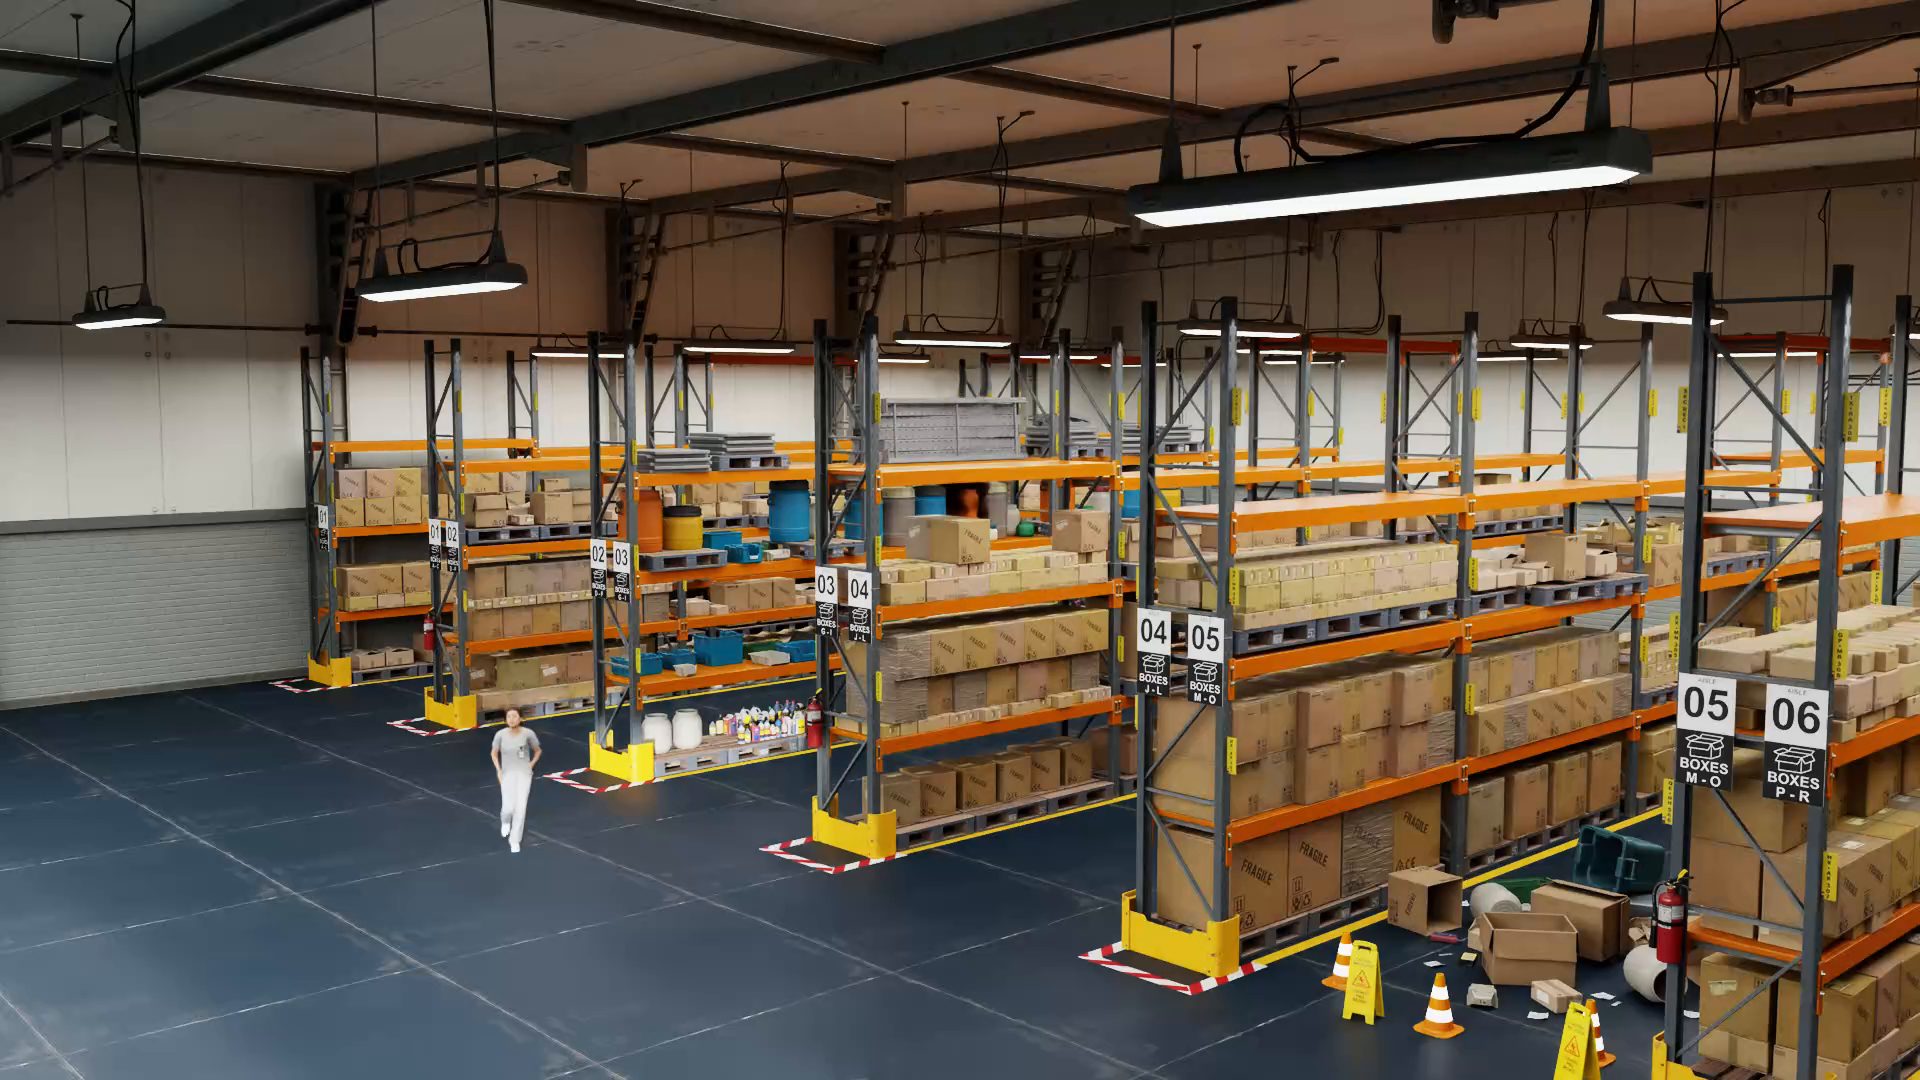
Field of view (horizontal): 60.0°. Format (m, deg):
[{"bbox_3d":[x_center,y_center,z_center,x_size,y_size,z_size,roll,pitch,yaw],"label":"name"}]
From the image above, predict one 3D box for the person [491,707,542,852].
[{"bbox_3d":[-5.038,2.697,18.916,0.560,1.639,0.605,-1,5,-12],"label":"person"}]
